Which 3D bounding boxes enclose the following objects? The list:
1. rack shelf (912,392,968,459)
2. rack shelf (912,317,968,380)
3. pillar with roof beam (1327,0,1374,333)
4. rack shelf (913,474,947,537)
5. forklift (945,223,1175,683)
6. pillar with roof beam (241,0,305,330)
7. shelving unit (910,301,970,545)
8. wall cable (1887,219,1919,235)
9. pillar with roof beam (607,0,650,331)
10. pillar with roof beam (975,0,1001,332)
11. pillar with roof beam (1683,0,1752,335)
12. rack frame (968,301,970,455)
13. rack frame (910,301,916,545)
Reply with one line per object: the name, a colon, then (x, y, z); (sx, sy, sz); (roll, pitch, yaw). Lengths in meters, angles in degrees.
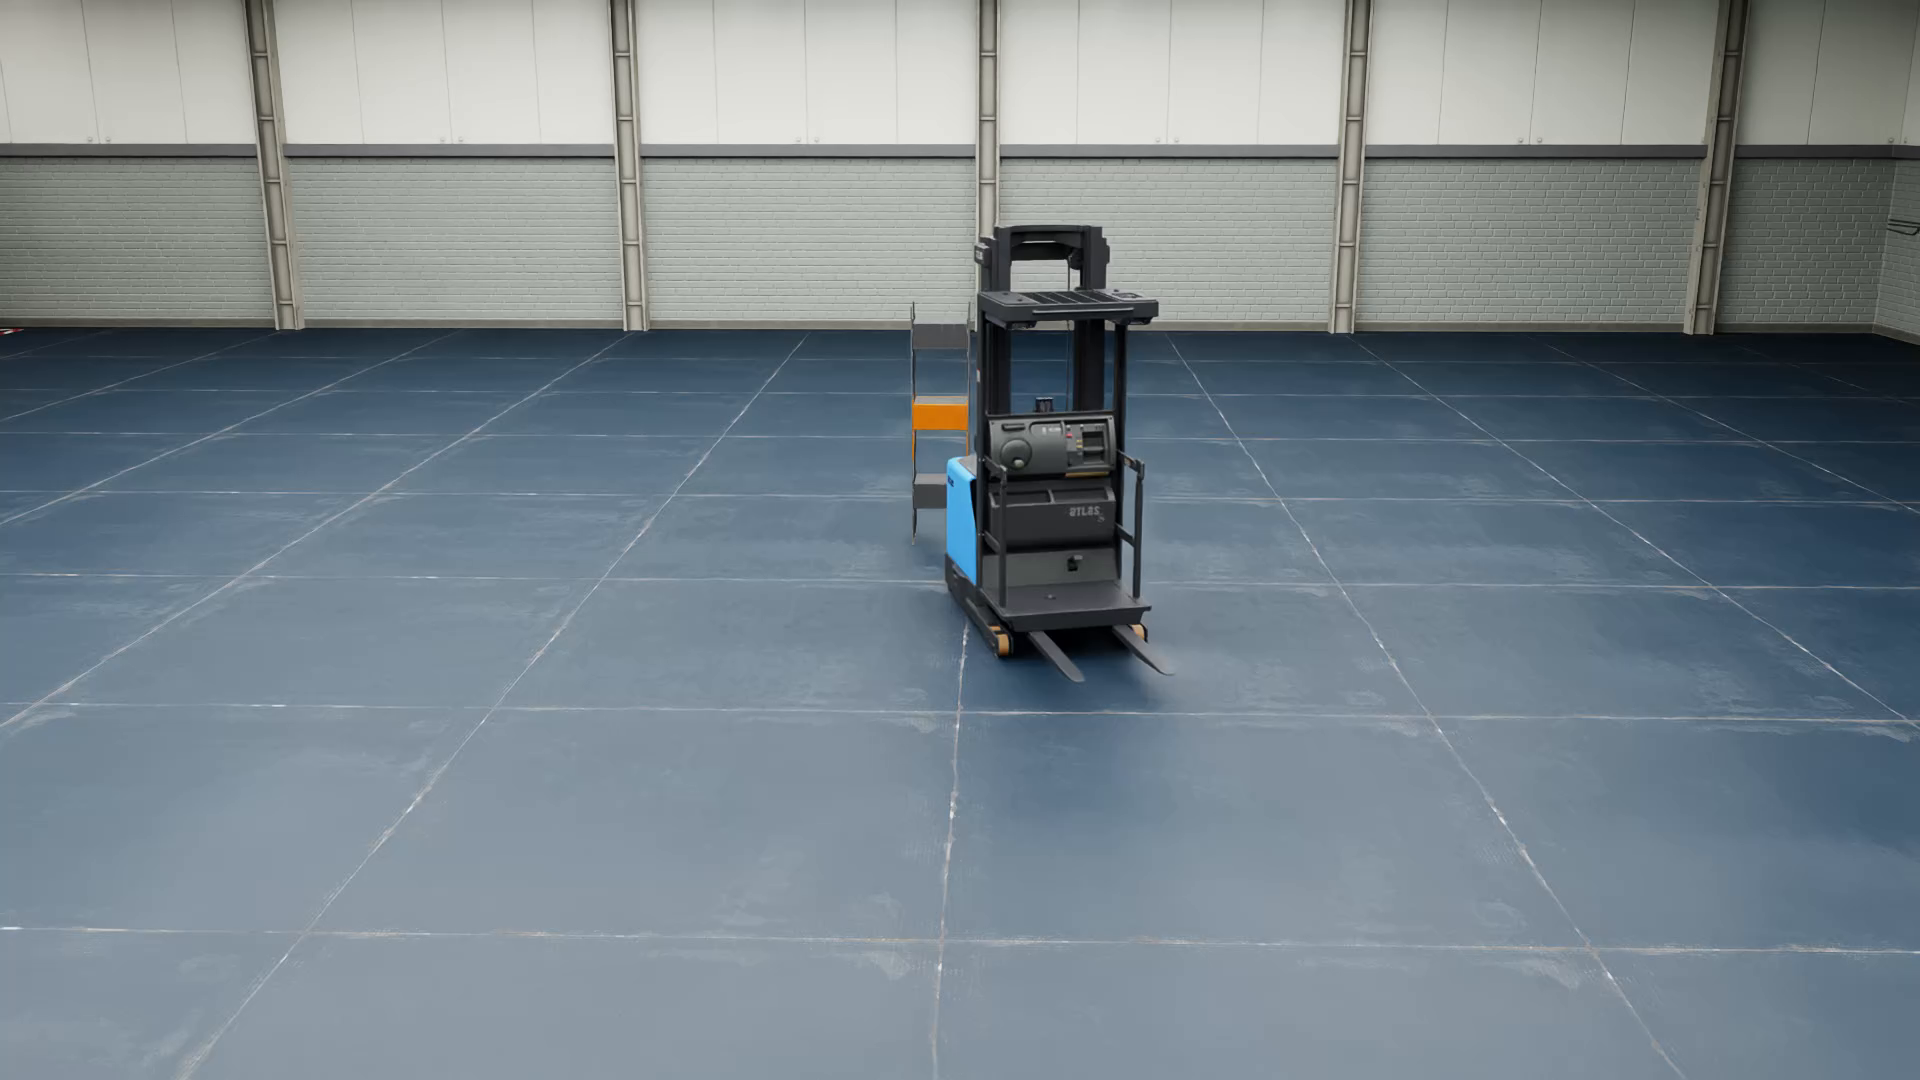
rack shelf: (-0.165, -1.003, 14.580); (0.480, 0.518, 0.431); (0, 15, 1)
rack shelf: (-0.165, -1.680, 14.401); (0.480, 0.518, 0.431); (0, 15, 1)
pillar with roof beam: (6.348, -6.782, 22.907); (0.400, 9.000, 9.100); (0, 15, 1)
rack shelf: (-0.165, -0.326, 14.758); (0.480, 0.518, 0.431); (0, 15, 1)
forklift: (0.715, -0.697, 11.735); (1.130, 2.935, 3.031); (-3, 15, -13)
pillar with roof beam: (-11.646, -6.900, 23.351); (0.400, 9.000, 9.100); (0, 15, 1)
shelving unit: (-0.165, -1.016, 14.576); (0.503, 2.100, 0.431); (0, 15, 1)
wall cable: (15.368, -5.983, 25.965); (0.112, 2.526, 3.097); (0, 15, 1)
pillar with roof beam: (-5.648, -6.860, 23.203); (0.400, 9.000, 9.100); (0, 15, 1)
pillar with roof beam: (0.350, -6.821, 23.055); (0.400, 9.000, 9.100); (0, 15, 1)
pillar with roof beam: (12.346, -6.743, 22.759); (0.400, 9.000, 9.100); (0, 15, 1)
rack frame: (0.078, -1.015, 14.570); (0.015, 2.100, 0.400); (0, 15, 1)
rack frame: (-0.409, -1.018, 14.582); (0.015, 2.100, 0.400); (0, 15, 1)
